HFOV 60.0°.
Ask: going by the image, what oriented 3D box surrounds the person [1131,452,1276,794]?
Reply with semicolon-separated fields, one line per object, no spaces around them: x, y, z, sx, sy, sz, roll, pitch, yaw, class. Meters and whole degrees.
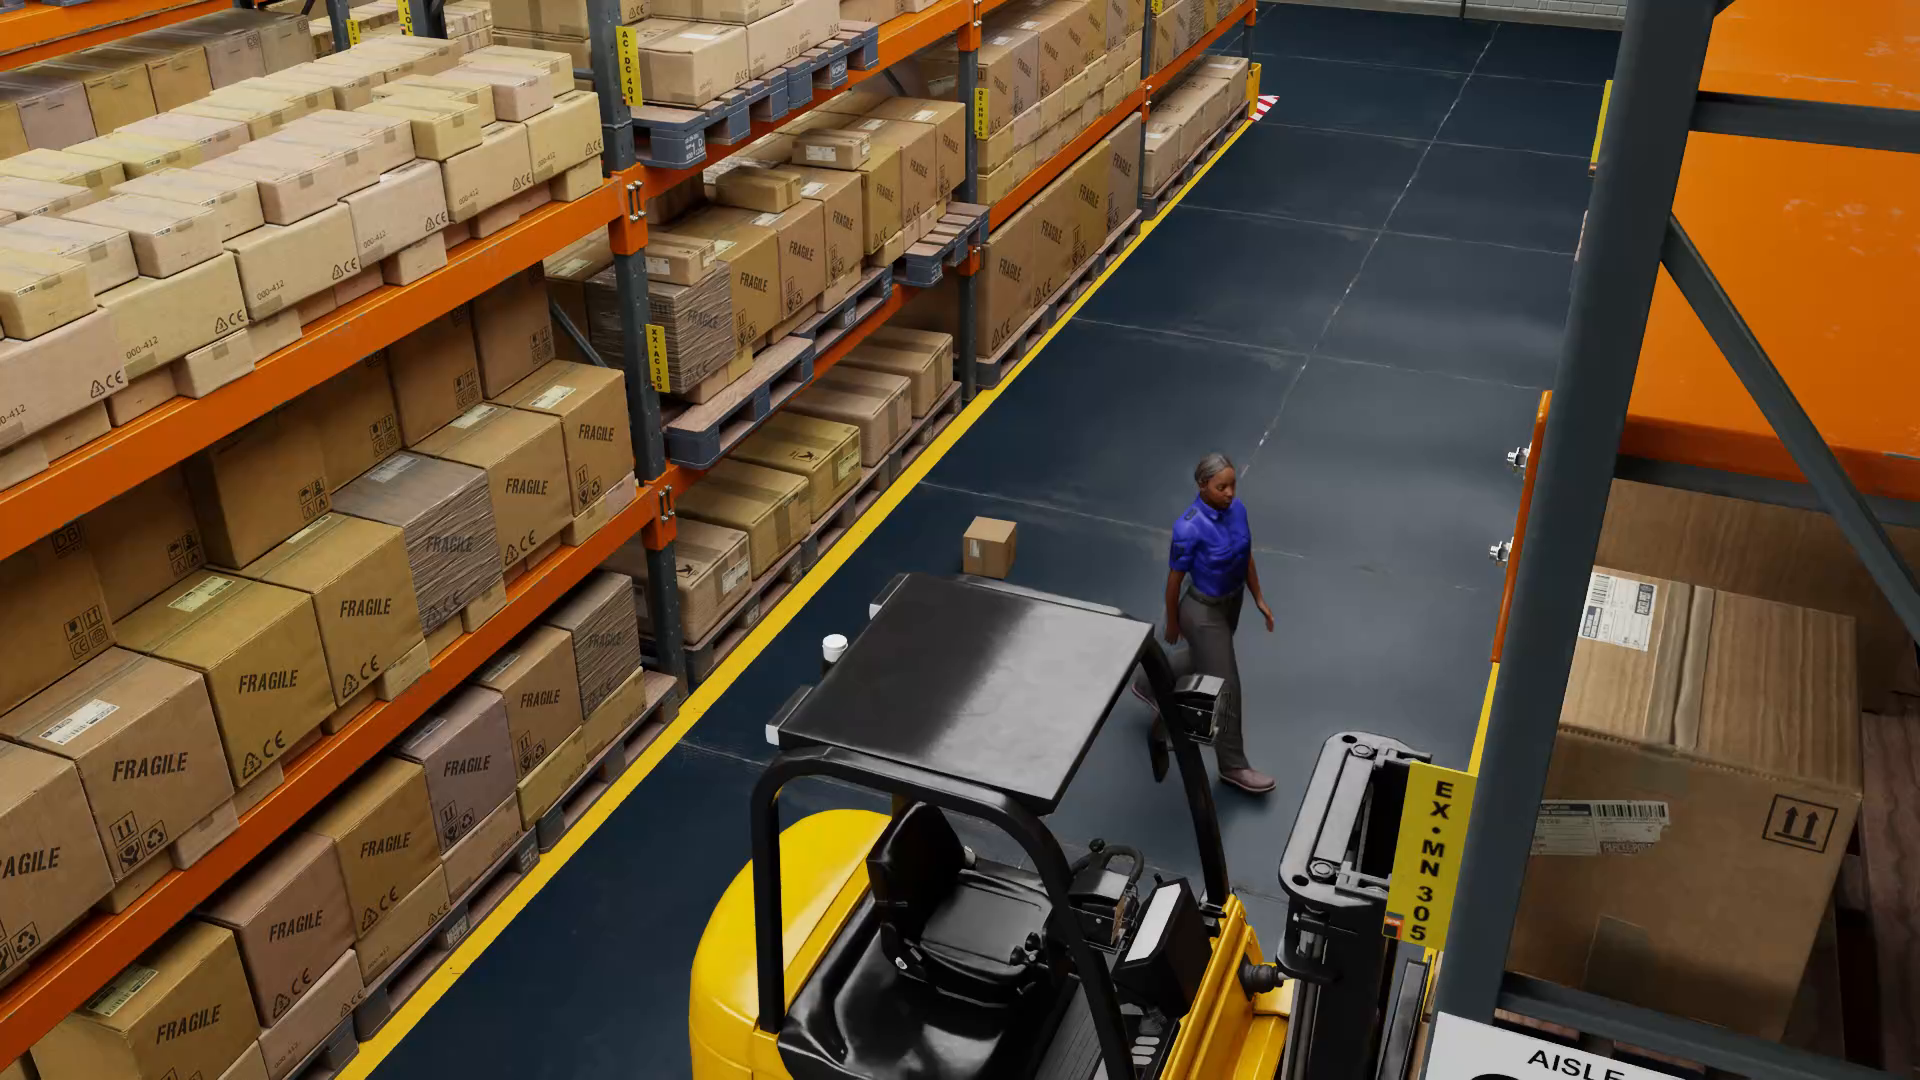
1.192;0.325;7.824;0.951;1.612;0.441;24;37;35;person
